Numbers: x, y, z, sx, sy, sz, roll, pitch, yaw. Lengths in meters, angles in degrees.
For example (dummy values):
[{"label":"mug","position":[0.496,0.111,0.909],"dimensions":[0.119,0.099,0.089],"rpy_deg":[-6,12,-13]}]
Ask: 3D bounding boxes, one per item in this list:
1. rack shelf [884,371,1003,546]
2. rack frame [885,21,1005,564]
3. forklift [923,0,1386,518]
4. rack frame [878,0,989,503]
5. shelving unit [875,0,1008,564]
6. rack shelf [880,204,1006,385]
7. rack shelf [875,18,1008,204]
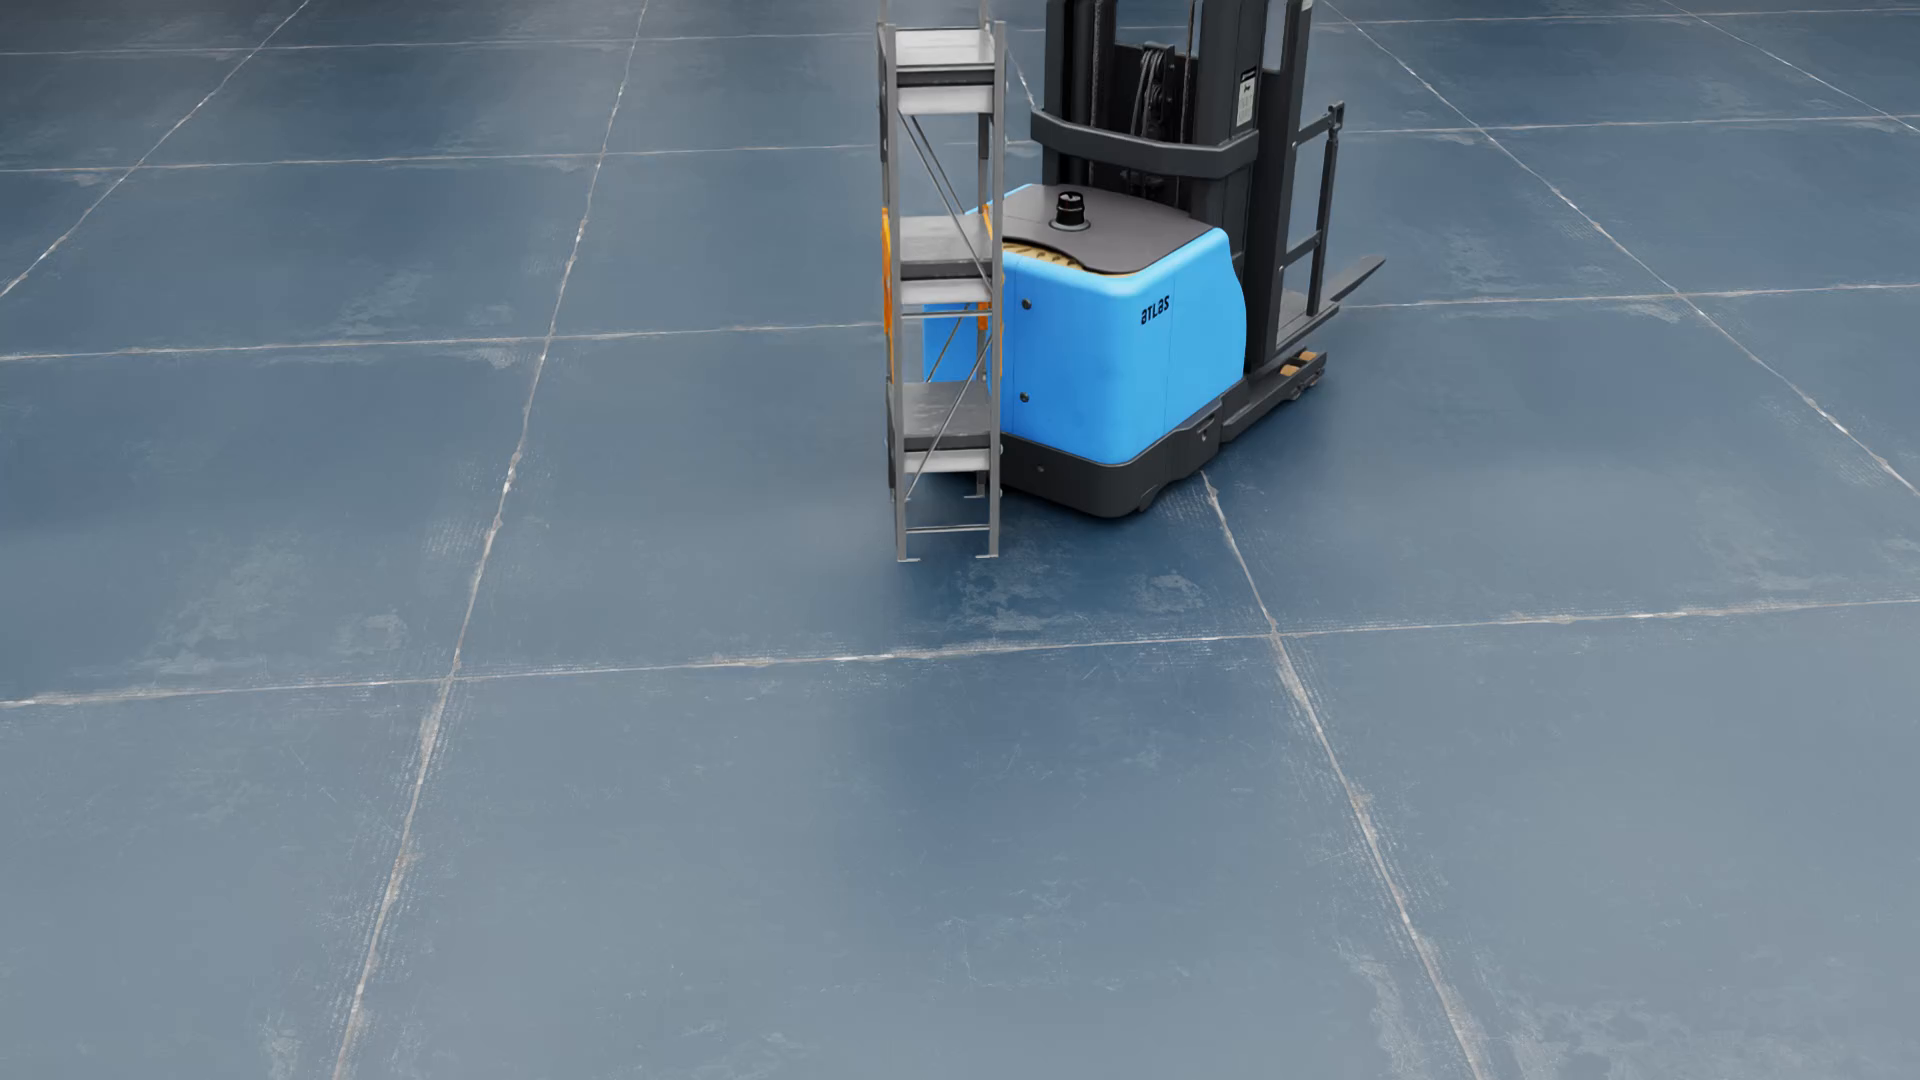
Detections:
[{"label":"rack shelf","position":[-0.072,-0.333,6.651],"dimensions":[0.431,0.518,0.480],"rpy_deg":[-3,31,-5]},{"label":"rack frame","position":[-0.049,-0.821,6.076],"dimensions":[0.400,2.100,0.015],"rpy_deg":[-3,31,-5]},{"label":"forklift","position":[1.103,-2.050,7.324],"dimensions":[1.130,2.935,3.031],"rpy_deg":[21,36,30]},{"label":"rack frame","position":[-0.096,-1.070,6.493],"dimensions":[0.400,2.100,0.015],"rpy_deg":[-3,31,-5]},{"label":"shelving unit","position":[-0.072,-0.945,6.285],"dimensions":[0.431,2.100,0.503],"rpy_deg":[-3,31,-5]},{"label":"rack shelf","position":[-0.072,-0.933,6.292],"dimensions":[0.431,0.518,0.480],"rpy_deg":[-3,31,-5]},{"label":"rack shelf","position":[-0.072,-1.534,5.933],"dimensions":[0.431,0.518,0.480],"rpy_deg":[-3,31,-5]}]
